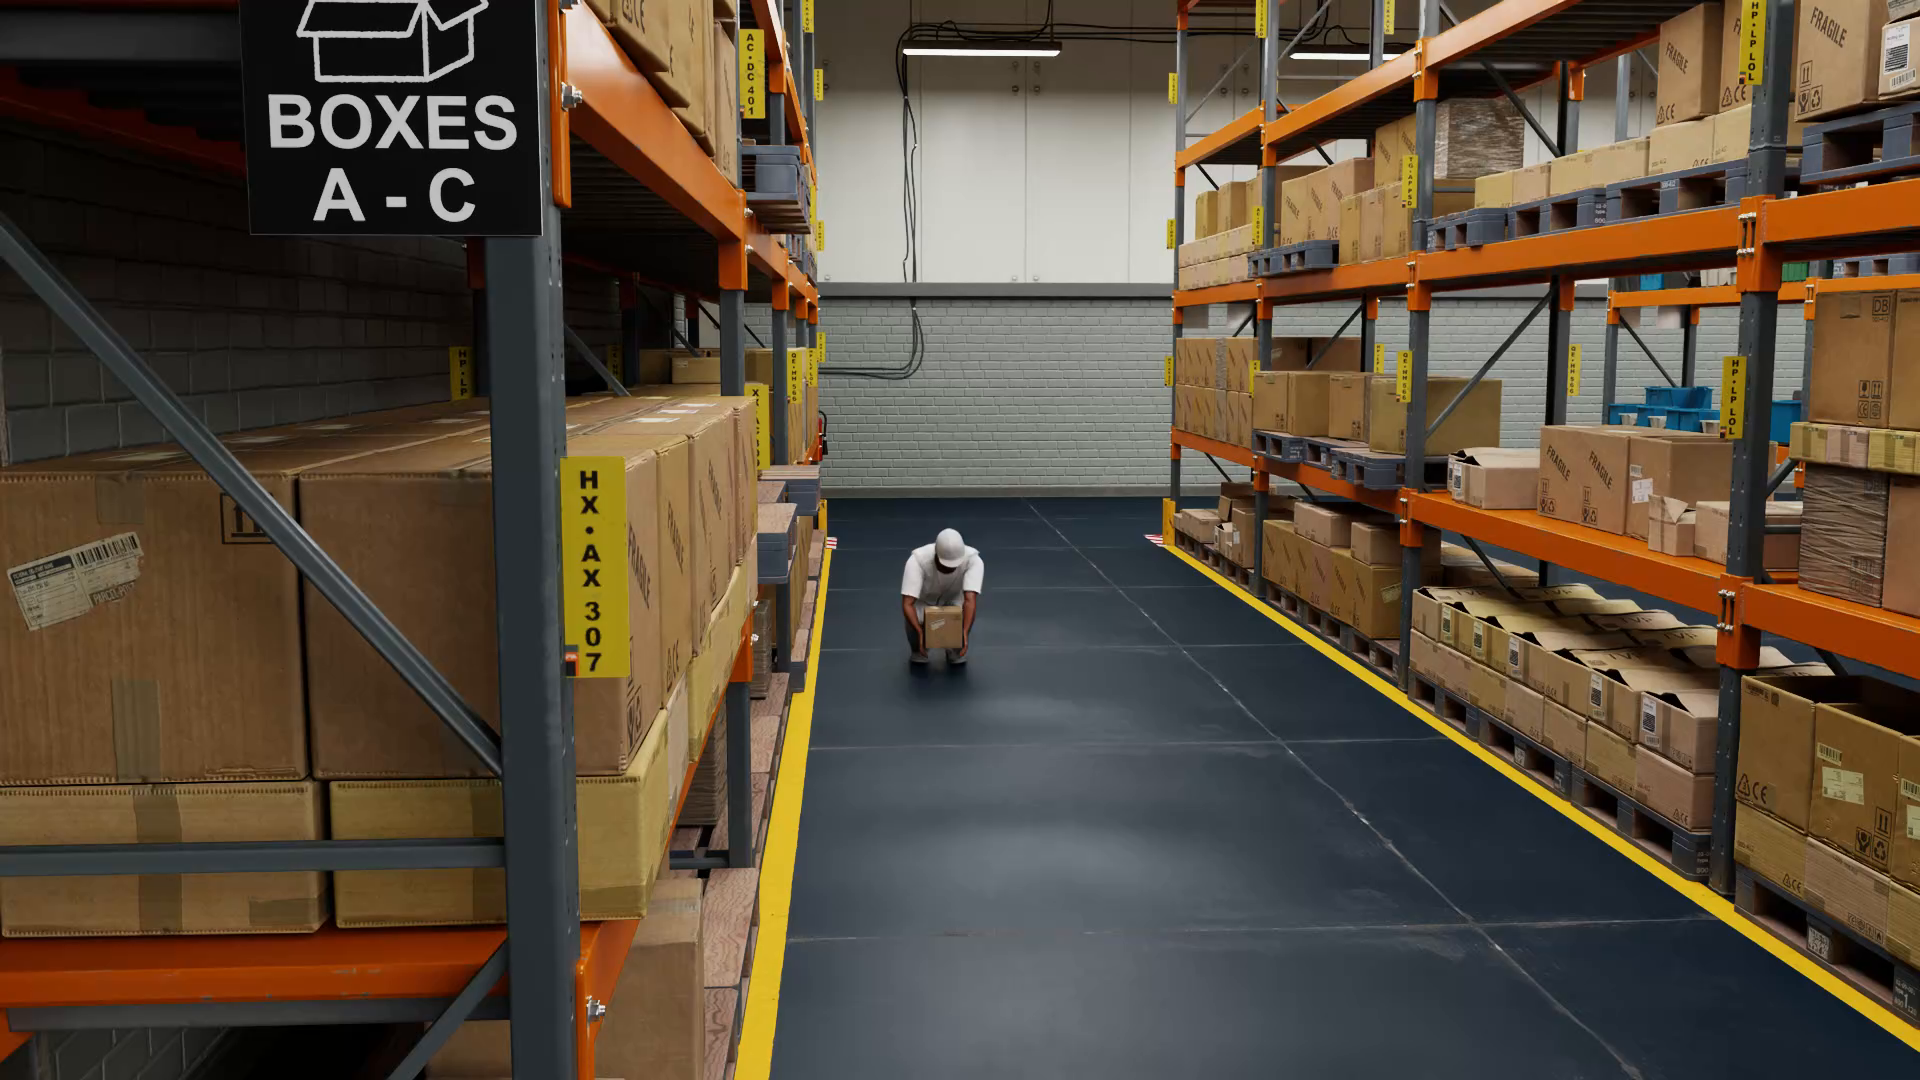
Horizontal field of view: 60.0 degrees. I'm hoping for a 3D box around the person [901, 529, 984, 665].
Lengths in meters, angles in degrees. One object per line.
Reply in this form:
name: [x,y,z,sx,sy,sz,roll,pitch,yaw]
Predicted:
person: [-0.126,0.389,11.666,0.581,0.998,0.875,0,7,-3]
